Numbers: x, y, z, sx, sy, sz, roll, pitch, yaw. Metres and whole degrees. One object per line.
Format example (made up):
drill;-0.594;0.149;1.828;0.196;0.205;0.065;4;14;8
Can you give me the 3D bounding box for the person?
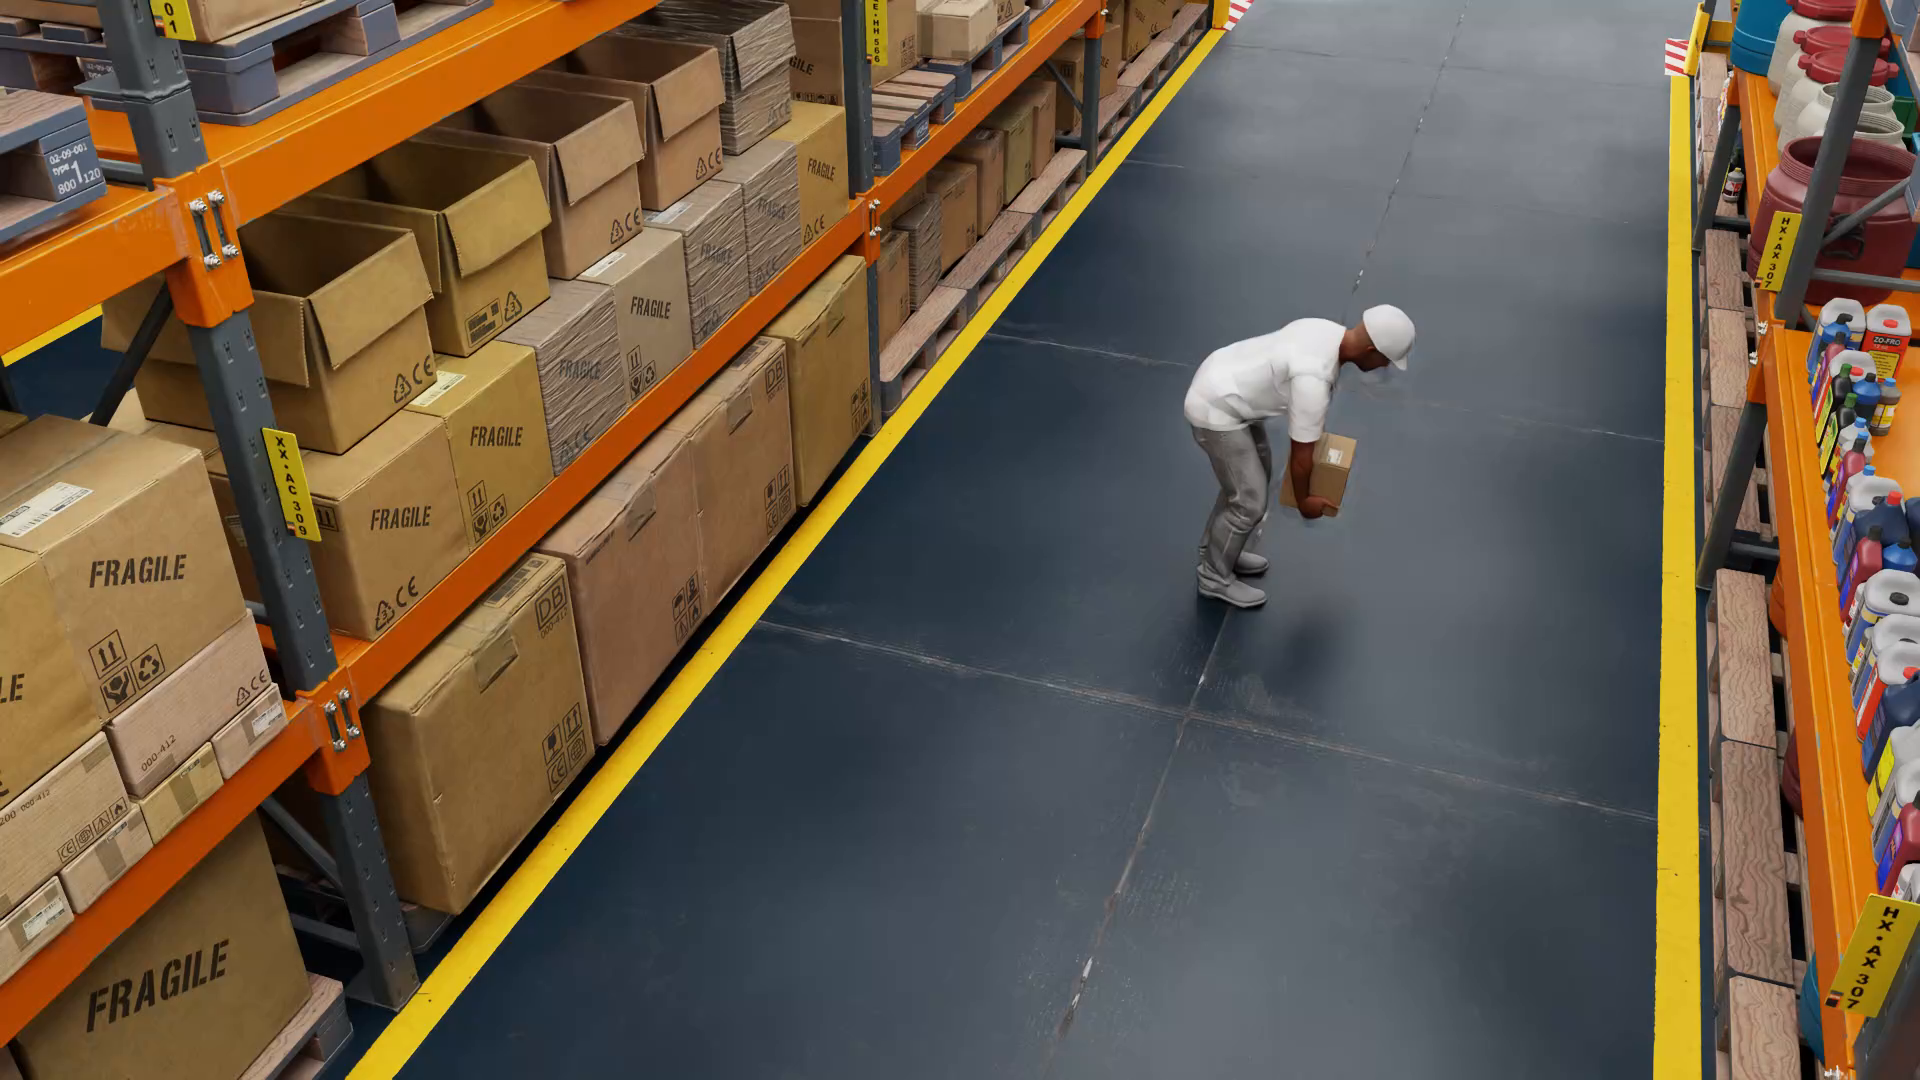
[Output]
person;1.381;-0.381;7.018;0.886;1.420;0.475;10;34;15
